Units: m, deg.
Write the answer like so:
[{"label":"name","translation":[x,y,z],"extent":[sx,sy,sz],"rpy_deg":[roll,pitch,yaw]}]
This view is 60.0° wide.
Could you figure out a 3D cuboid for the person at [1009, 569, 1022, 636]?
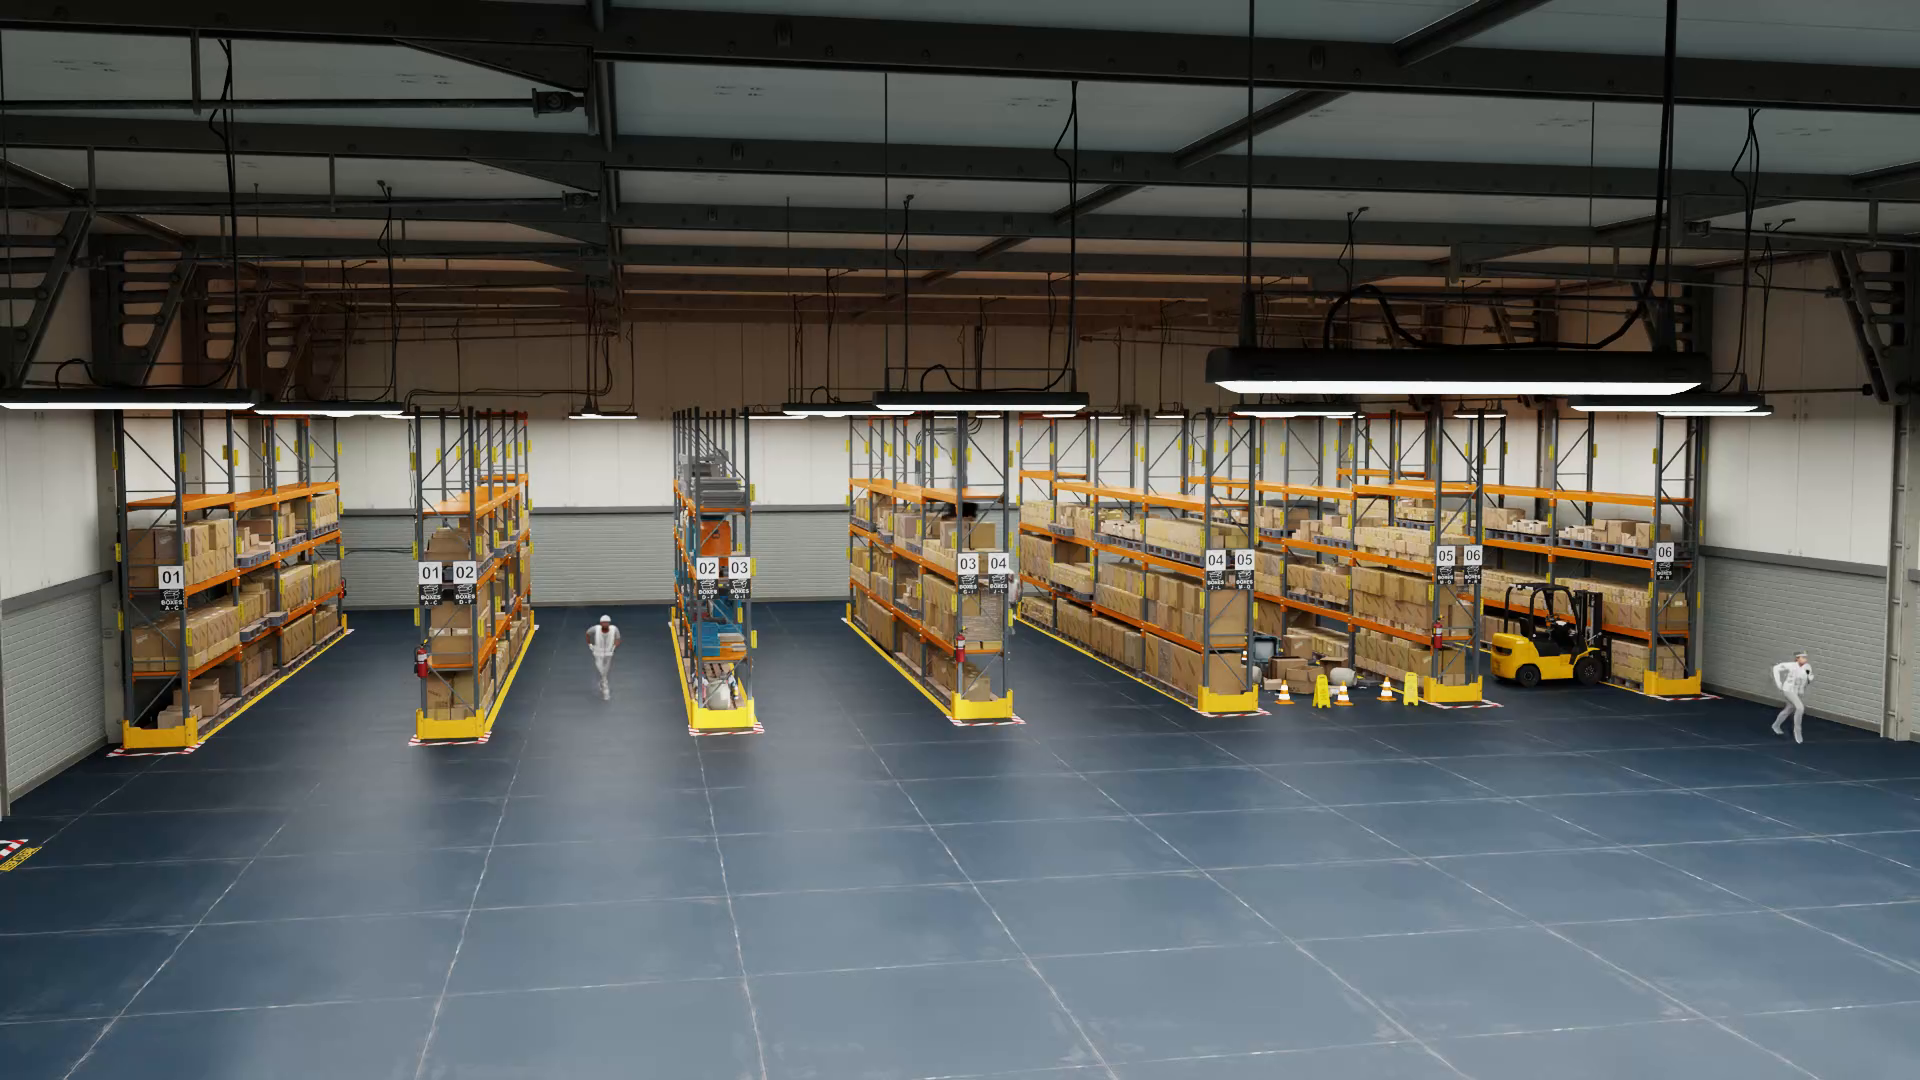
[{"label":"person","translation":[1.333,1.662,45.032],"extent":[0.661,1.769,1.067],"rpy_deg":[-1,4,-15]}]

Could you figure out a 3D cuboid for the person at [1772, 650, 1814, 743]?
[{"label":"person","translation":[14.969,2.777,29.917],"extent":[0.605,1.675,0.889],"rpy_deg":[-1,4,-17]}]

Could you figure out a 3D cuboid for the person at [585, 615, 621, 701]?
[{"label":"person","translation":[-7.429,2.420,34.590],"extent":[0.703,1.786,0.992],"rpy_deg":[-2,4,-22]}]
